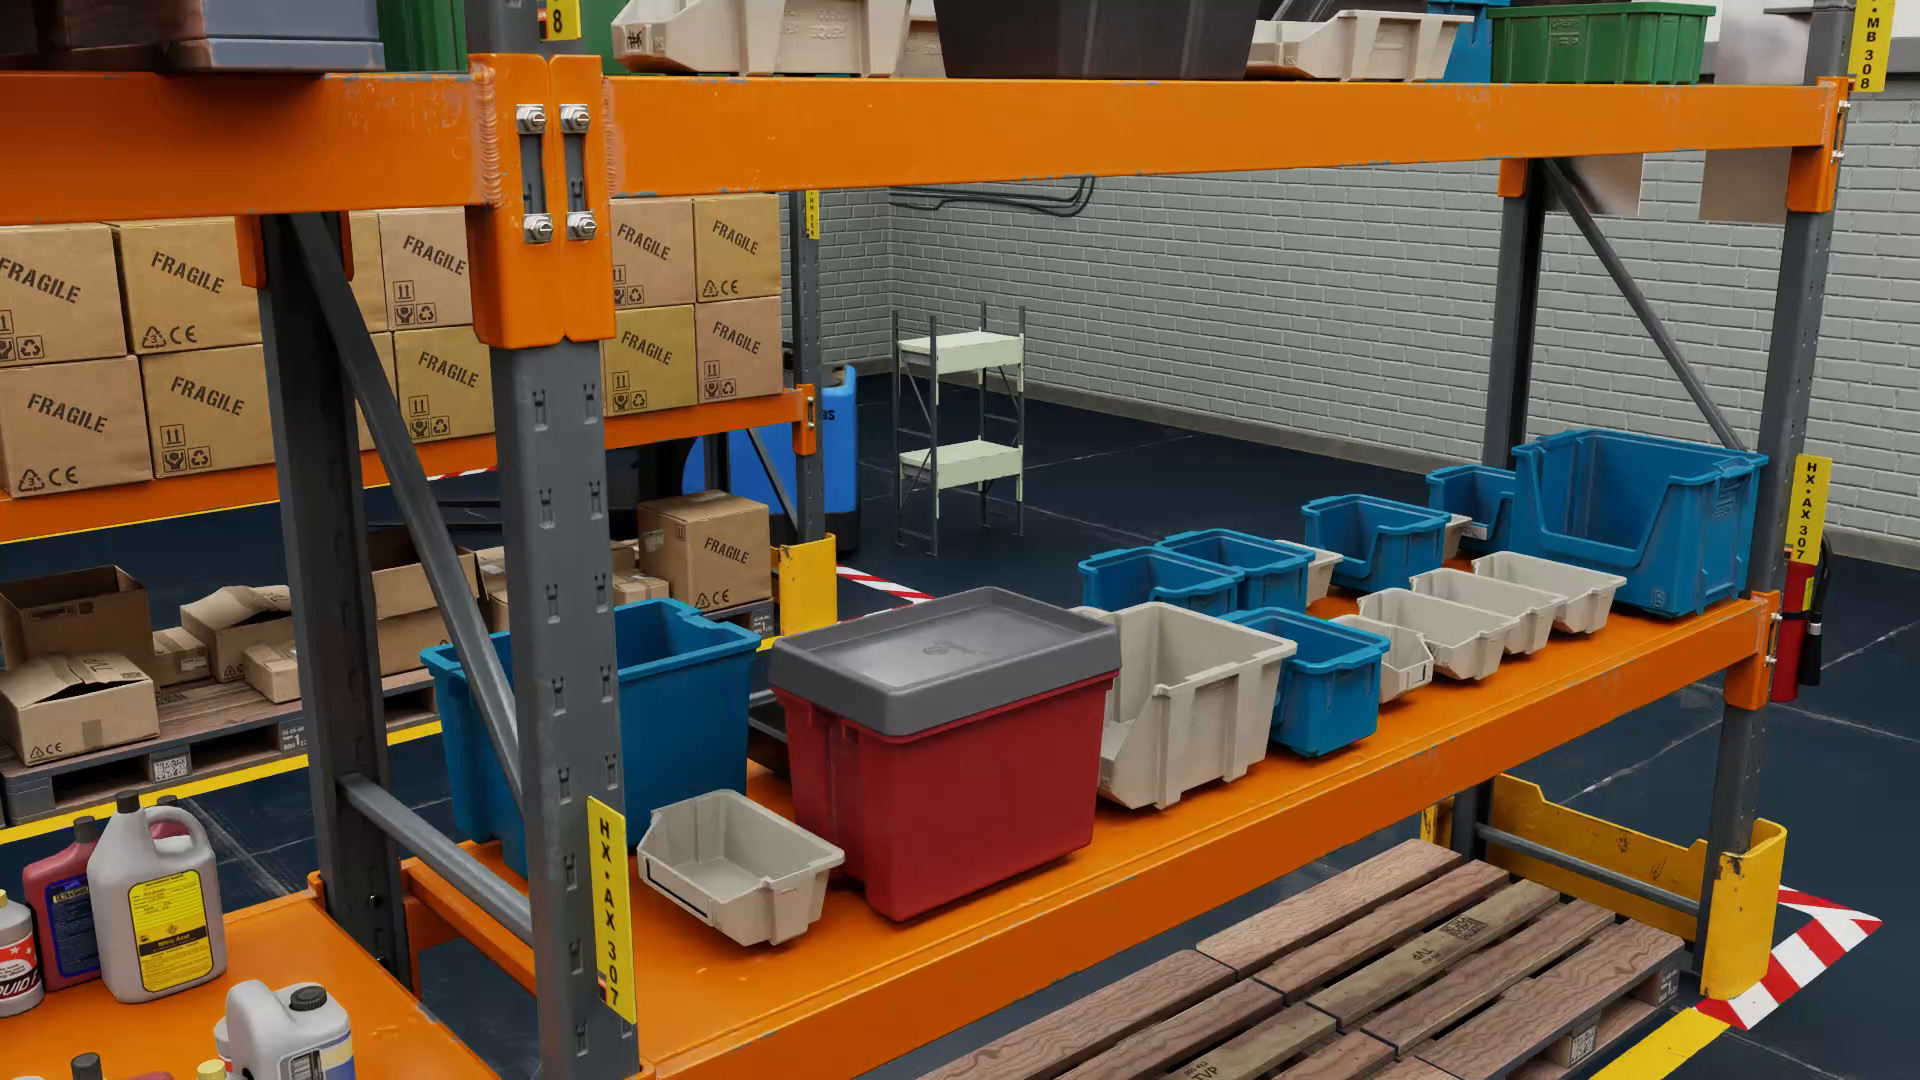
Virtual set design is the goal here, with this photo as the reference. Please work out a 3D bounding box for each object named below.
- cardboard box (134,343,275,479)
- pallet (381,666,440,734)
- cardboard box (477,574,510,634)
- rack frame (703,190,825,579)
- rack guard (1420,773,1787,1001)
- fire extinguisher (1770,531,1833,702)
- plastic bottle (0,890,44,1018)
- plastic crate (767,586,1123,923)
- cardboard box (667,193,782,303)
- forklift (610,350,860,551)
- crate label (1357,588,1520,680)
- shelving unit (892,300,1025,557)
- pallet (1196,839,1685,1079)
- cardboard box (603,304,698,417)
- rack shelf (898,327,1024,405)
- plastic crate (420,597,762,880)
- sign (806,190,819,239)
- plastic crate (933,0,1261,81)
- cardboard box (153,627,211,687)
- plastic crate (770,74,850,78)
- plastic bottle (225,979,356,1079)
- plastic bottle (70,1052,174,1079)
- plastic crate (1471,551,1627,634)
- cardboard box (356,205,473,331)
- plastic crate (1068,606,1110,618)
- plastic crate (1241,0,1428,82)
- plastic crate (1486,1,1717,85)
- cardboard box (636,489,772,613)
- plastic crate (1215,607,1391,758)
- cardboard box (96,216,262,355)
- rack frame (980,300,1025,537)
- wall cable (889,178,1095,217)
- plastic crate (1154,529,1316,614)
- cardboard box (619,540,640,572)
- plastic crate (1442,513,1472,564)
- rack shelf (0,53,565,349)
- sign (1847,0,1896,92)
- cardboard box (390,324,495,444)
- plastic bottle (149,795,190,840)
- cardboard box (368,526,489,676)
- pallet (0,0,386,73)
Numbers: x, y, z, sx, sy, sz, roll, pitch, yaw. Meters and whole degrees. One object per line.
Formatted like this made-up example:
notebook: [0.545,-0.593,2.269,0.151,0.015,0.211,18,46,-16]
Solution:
cardboard box: [-3.163,-0.573,6.888,0.500,0.500,0.500,-12,19,-38]
pallet: [-2.671,0.620,8.022,1.213,0.211,1.003,-13,19,-39]
cardboard box: [-2.078,0.330,8.179,0.500,0.250,0.500,-13,19,-39]
rack frame: [-1.093,-1.082,8.986,0.127,3.000,1.000,-13,19,-39]
rack guard: [2.165,1.085,5.721,0.348,0.500,1.175,-13,19,-39]
fire extinguisher: [2.567,0.164,5.196,0.183,0.674,0.296,-13,19,-39]
plastic bottle: [-1.595,0.682,2.770,0.097,0.201,0.097,0,15,0]
plastic crate: [-0.024,0.399,3.204,0.583,0.464,0.402,-13,19,-39]
cardboard box: [-1.249,-1.484,8.362,0.500,0.500,0.500,-13,20,-40]
forklift: [-2.163,-1.398,10.303,3.031,2.935,1.130,-1,15,-2]
crate label: [1.237,0.253,4.383,0.243,0.136,0.396,-13,19,-39]
shelving unit: [-0.005,-0.723,10.552,0.755,1.500,0.431,-13,19,-39]
pallet: [1.508,1.363,5.239,1.213,0.211,1.003,-13,19,-39]
cardboard box: [-1.642,-0.912,8.159,0.500,0.500,0.500,-12,19,-39]
rack shelf: [-0.005,-1.100,10.451,0.720,0.370,0.431,-13,19,-39]
plastic crate: [-0.734,0.394,3.376,0.575,0.384,0.392,-13,19,-39]
sign: [-0.744,-1.682,8.379,0.005,0.325,0.100,-13,19,-39]
plastic crate: [0.255,-0.982,3.055,0.590,0.269,0.497,-13,19,-39]
cardboard box: [-3.624,0.534,7.610,0.250,0.149,0.380,-13,19,-39]
plastic crate: [-0.385,-1.024,3.282,0.300,0.233,0.416,-13,19,-39]
plastic bottle: [-0.947,0.751,2.367,0.135,0.276,0.152,-13,19,-39]
plastic bottle: [-1.092,0.795,2.187,0.133,0.283,0.061,-13,19,-39]
plastic crate: [1.659,0.155,4.751,0.243,0.136,0.396,-13,19,-39]
cardboard box: [-2.405,-1.222,7.383,0.500,0.500,0.500,-12,19,-38]
plastic crate: [0.254,0.306,4.187,0.466,0.136,0.293,-13,19,-39]
plastic crate: [0.822,-1.330,4.226,0.767,0.338,0.504,-13,19,-39]
plastic crate: [1.599,-1.241,4.180,0.336,0.188,0.450,-13,19,-39]
cardboard box: [-1.342,0.054,8.728,0.500,0.500,0.500,-13,19,-39]
plastic crate: [0.774,0.333,3.898,0.300,0.233,0.416,-13,19,-39]
cardboard box: [-3.182,-1.048,6.729,0.500,0.500,0.500,-13,20,-41]
rack frame: [0.271,-0.785,10.784,0.023,1.500,0.400,-13,19,-39]
wall cable: [0.153,-4.332,15.547,0.112,2.526,3.097,-13,19,-39]
plastic crate: [0.760,0.136,4.636,0.300,0.233,0.416,-13,19,-39]
cardboard box: [-1.823,0.121,9.122,0.250,0.166,0.380,-13,19,-39]
plastic crate: [1.457,-0.002,5.340,0.298,0.136,0.250,-13,19,-39]
rack shelf: [-2.371,-0.202,1.274,4.000,0.370,1.077,-13,19,-39]
sign: [2.529,-1.411,4.610,0.005,0.325,0.100,-13,19,-39]
cardboard box: [-2.402,-0.744,7.528,0.500,0.500,0.500,-13,20,-40]
plastic bottle: [-1.419,0.596,2.930,0.133,0.283,0.061,-13,19,-39]
cardboard box: [-2.697,0.270,7.910,0.637,0.503,0.797,-13,19,-39]
pallet: [-1.389,-0.645,1.906,1.003,0.211,1.213,-13,19,-39]
